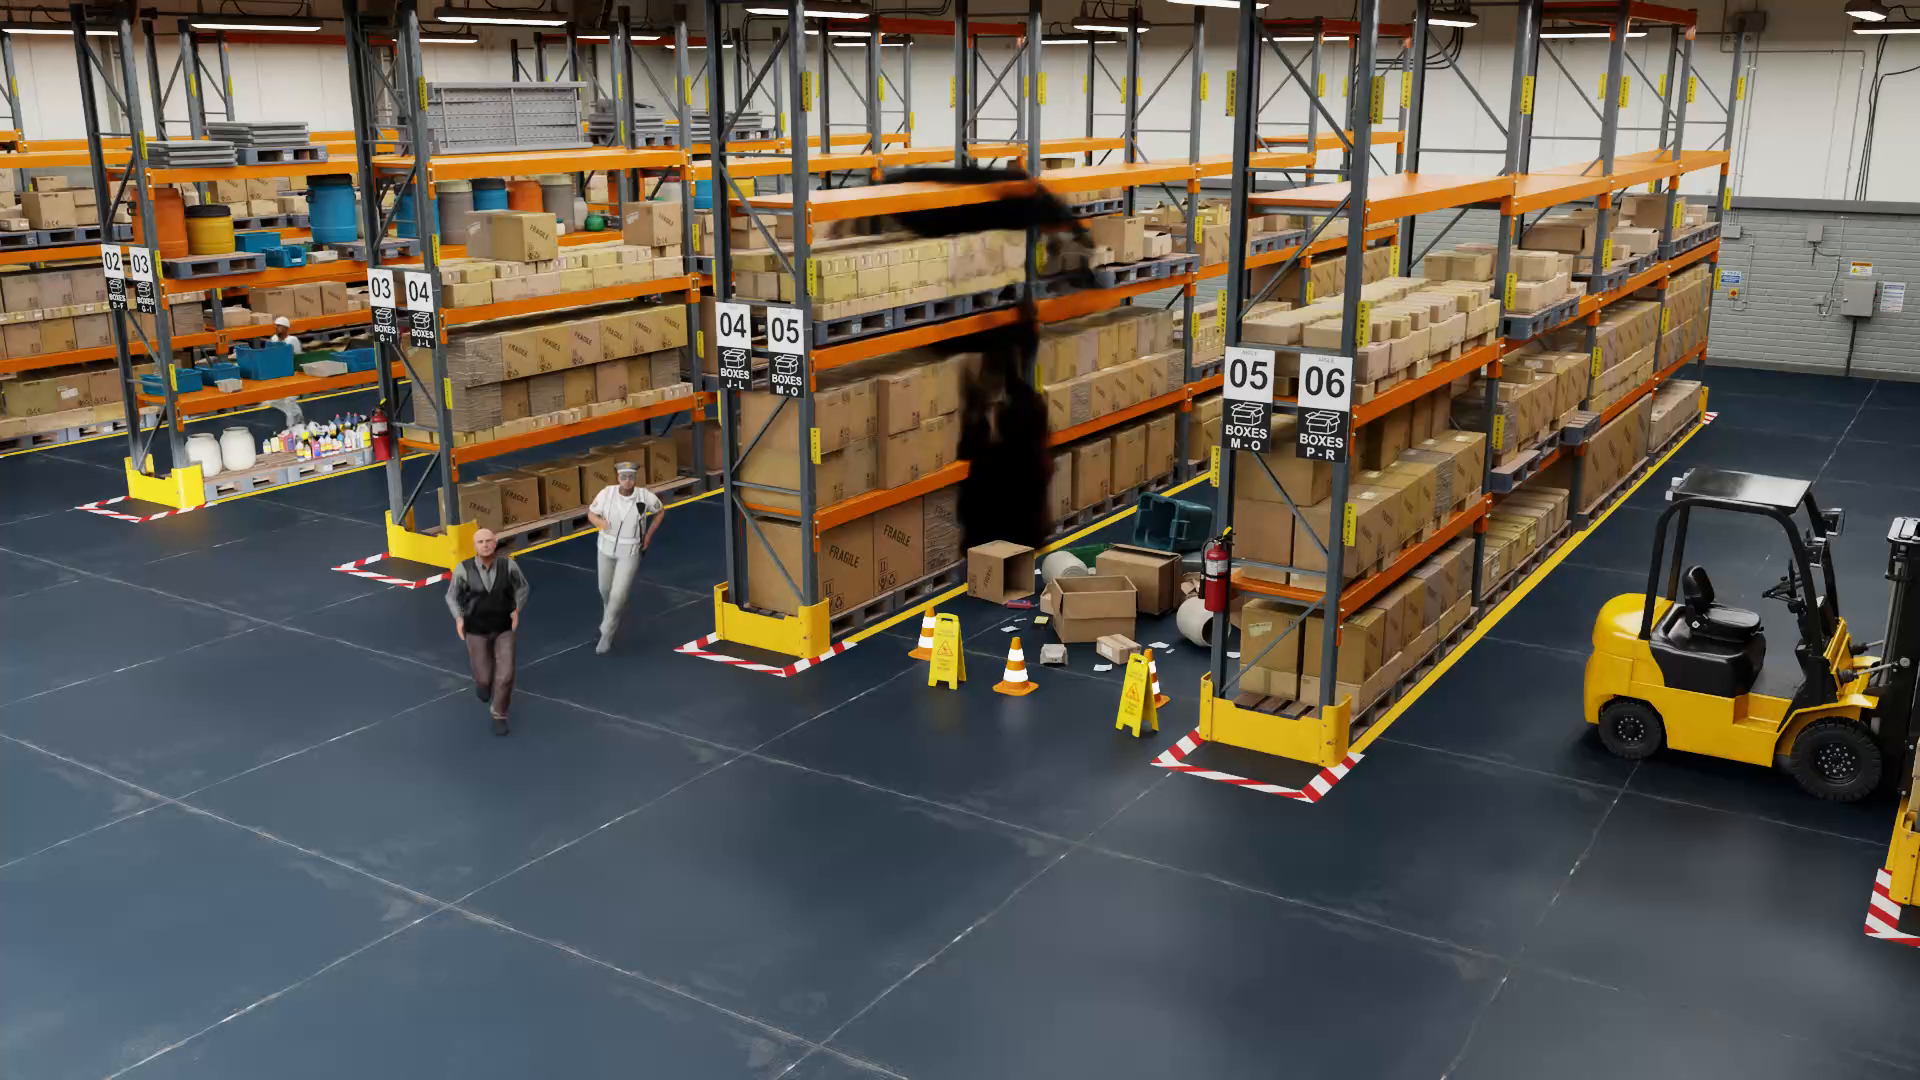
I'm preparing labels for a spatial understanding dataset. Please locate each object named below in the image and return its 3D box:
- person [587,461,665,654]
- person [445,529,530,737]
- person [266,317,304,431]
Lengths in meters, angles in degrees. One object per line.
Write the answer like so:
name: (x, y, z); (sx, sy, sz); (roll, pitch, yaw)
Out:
person: (-3.137, 0.116, 15.581); (0.679, 1.808, 0.797); (2, 16, 6)
person: (-3.824, 0.721, 13.564); (0.668, 1.691, 0.627); (-6, 16, -19)
person: (-10.063, -2.440, 24.714); (0.679, 1.738, 0.599); (7, 17, 23)
